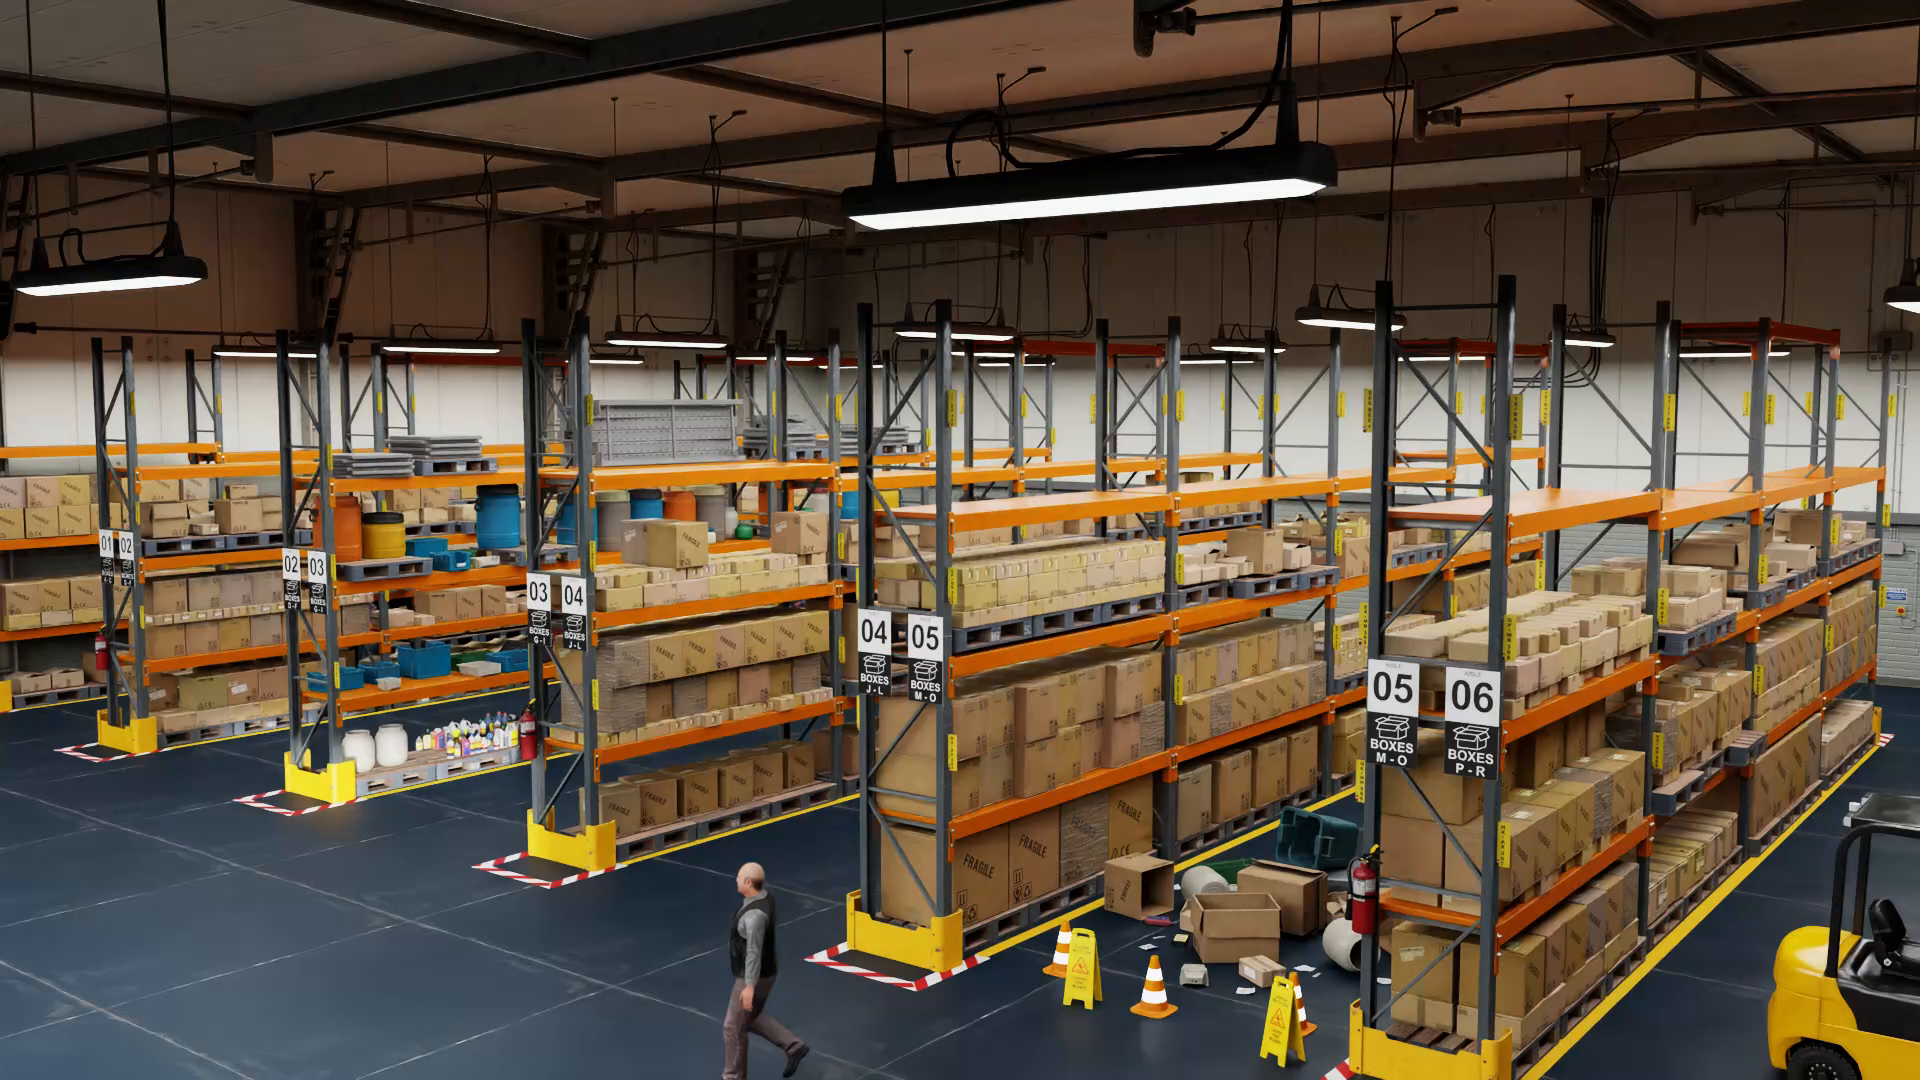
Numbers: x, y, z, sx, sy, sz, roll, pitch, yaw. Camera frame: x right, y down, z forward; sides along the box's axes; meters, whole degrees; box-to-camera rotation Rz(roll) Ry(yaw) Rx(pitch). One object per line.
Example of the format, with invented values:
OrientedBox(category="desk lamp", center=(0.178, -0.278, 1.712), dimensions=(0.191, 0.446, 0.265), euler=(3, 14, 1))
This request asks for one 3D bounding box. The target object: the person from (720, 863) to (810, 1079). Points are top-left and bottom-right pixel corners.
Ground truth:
OrientedBox(category="person", center=(-1.516, 3.231, 12.357), dimensions=(0.788, 1.703, 0.582), euler=(0, 5, 0))

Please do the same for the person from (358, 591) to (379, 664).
OrientedBox(category="person", center=(-11.139, 1.682, 31.159), dimensions=(0.514, 1.575, 0.416), euler=(-4, 6, -40))
